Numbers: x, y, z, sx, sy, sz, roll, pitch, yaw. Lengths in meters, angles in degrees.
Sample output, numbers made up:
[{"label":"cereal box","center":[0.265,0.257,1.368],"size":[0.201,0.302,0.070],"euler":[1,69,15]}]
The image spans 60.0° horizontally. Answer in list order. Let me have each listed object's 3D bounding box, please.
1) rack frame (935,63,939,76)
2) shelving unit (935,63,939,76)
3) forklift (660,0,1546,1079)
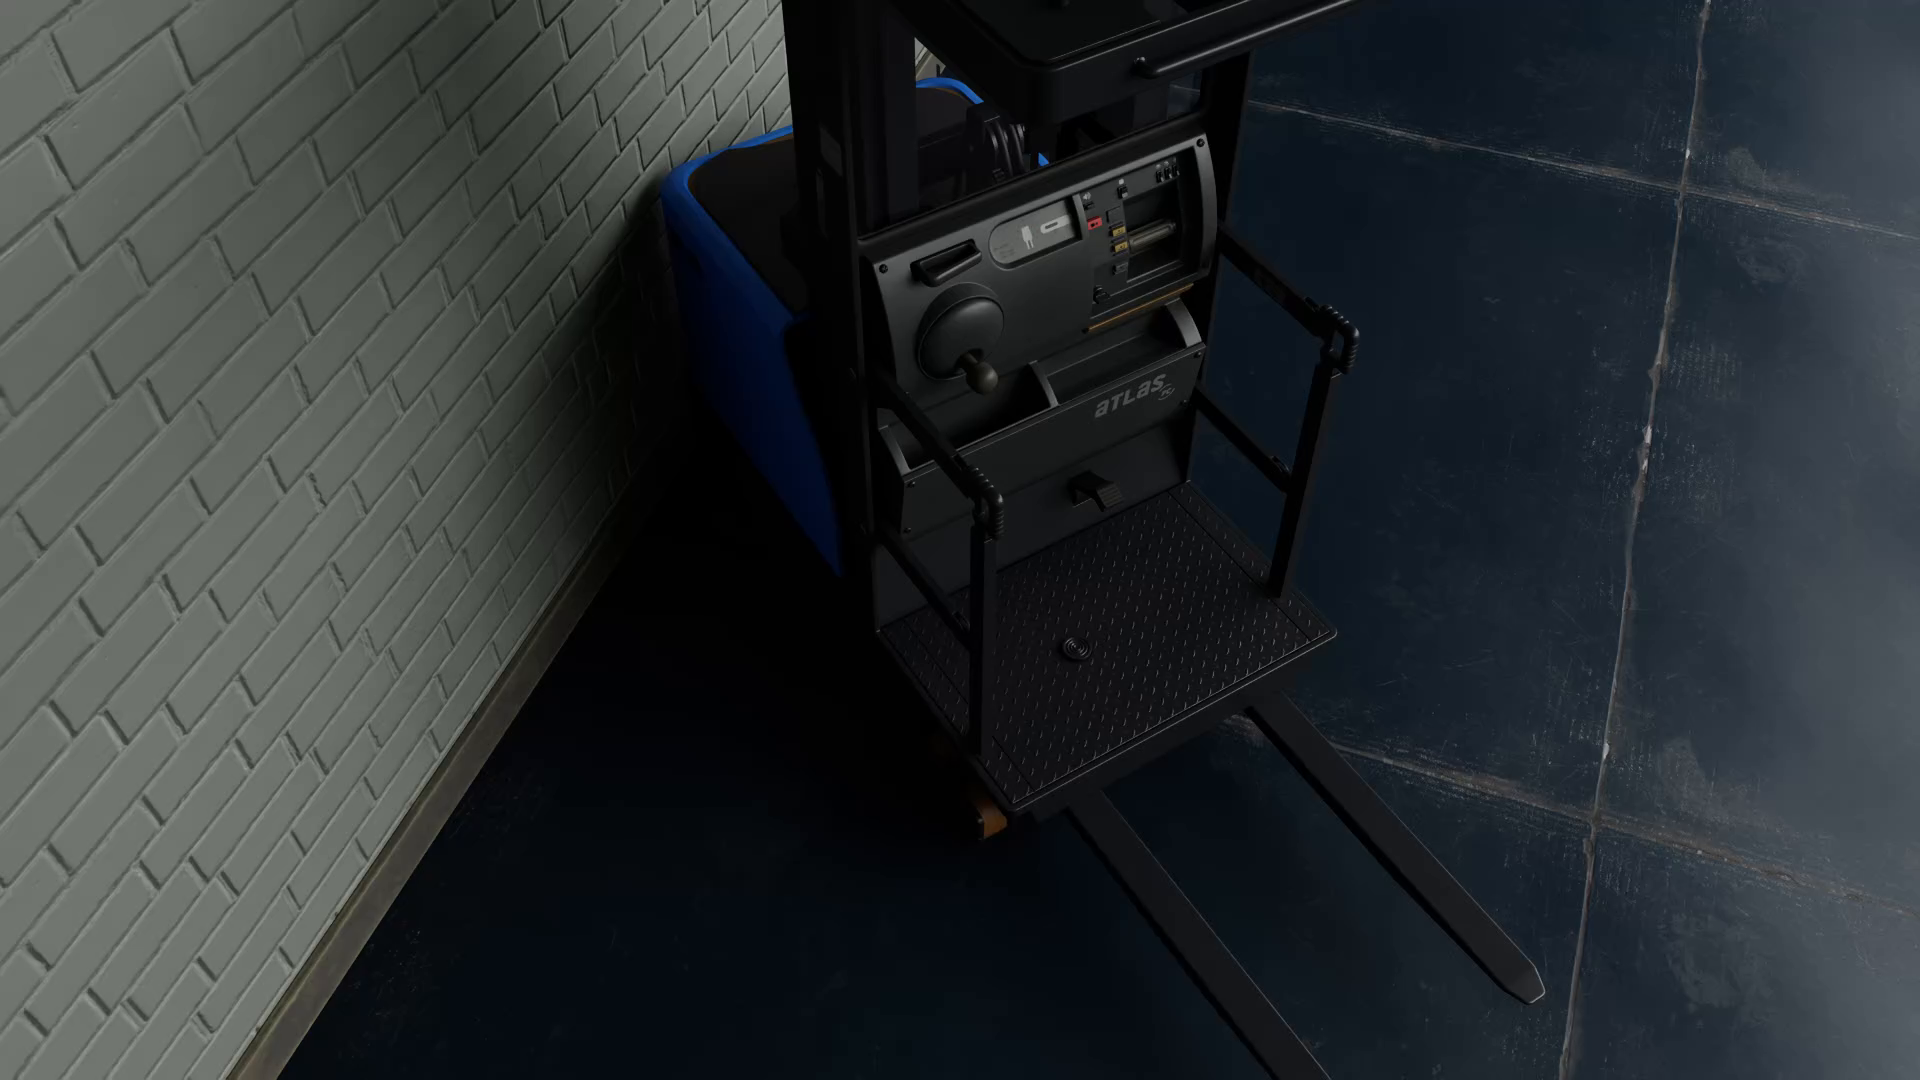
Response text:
[{"label":"rack frame","center":[-0.040,-1.169,5.667],"size":[0.006,0.900,0.240],"euler":[-14,51,-12]},{"label":"shelving unit","center":[-0.136,-1.145,5.647],"size":[0.210,0.900,0.258],"euler":[-14,51,-12]},{"label":"forklift","center":[0.331,-0.559,3.795],"size":[1.130,2.935,3.031],"euler":[-25,54,-20]}]
